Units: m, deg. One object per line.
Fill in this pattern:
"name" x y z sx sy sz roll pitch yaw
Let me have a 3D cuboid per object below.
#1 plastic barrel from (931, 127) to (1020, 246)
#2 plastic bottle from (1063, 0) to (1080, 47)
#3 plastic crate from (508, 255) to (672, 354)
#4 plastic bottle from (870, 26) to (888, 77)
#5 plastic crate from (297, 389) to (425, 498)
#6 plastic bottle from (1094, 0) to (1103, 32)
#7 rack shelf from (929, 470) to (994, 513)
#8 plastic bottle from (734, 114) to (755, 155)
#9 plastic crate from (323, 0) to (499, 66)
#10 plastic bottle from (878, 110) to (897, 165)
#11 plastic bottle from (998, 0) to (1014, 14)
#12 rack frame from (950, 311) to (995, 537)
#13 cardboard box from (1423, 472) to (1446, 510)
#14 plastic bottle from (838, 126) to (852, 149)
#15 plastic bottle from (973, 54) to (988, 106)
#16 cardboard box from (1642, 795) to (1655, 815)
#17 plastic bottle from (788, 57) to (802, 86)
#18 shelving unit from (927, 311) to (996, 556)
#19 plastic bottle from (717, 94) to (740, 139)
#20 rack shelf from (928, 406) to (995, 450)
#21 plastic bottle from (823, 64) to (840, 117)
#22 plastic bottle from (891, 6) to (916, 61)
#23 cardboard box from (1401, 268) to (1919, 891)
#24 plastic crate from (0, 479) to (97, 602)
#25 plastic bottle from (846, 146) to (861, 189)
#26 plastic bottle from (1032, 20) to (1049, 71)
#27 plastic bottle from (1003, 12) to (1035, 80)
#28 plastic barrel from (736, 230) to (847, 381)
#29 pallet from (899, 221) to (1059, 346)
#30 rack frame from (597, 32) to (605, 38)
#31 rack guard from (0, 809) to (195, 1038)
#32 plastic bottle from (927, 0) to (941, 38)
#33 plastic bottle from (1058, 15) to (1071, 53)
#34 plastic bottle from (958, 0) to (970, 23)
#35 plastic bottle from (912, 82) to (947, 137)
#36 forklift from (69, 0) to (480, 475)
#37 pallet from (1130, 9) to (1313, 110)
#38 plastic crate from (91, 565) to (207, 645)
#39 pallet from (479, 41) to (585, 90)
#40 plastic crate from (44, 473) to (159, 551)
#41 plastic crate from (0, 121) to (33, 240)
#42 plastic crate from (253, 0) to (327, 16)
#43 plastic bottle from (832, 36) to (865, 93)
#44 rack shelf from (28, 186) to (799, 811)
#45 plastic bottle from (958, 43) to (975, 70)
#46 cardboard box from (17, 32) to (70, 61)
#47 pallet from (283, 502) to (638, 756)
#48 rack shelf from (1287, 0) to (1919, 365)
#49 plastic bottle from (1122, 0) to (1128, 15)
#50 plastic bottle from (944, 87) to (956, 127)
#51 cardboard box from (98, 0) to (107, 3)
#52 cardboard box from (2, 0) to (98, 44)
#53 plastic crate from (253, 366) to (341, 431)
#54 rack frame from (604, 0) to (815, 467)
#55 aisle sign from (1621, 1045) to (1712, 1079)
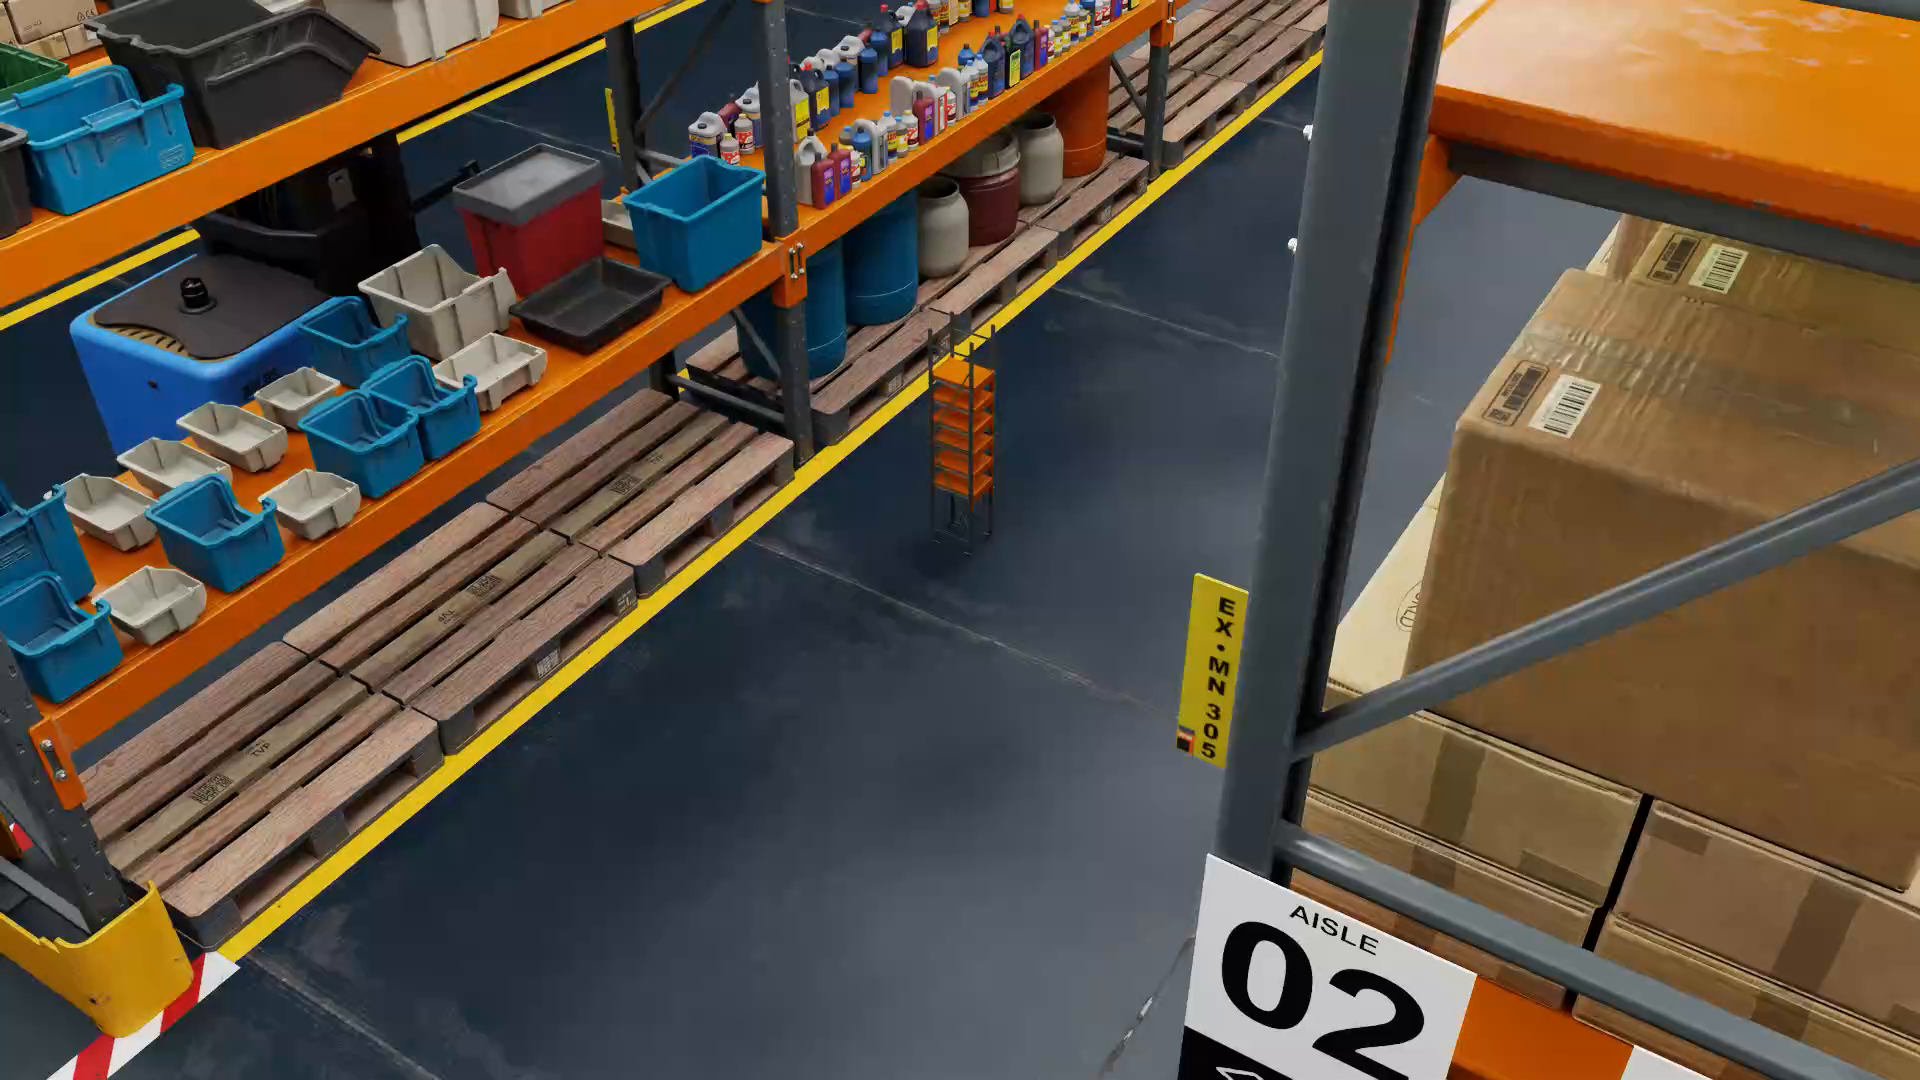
"plastic barrel" 0.068 -2.198 10.214 0.600 0.588 0.708 21 42 25
"plastic bottle" 0.655 -3.054 9.800 0.097 0.271 0.097 0 38 0
"plastic crate" -1.595 -1.014 7.224 0.437 0.125 0.590 21 42 25
"plastic bottle" -0.460 -2.777 9.440 0.097 0.271 0.097 0 38 0
"plastic crate" -2.250 -0.358 6.285 0.416 0.233 0.300 21 42 25
"plastic bottle" 0.811 -3.177 10.016 0.097 0.201 0.097 0 38 0
"rack shelf" 0.008 -0.257 8.006 0.258 0.103 0.180 21 42 25
"plastic bottle" -1.122 -2.112 8.635 0.097 0.201 0.097 0 38 0
"plastic crate" -1.917 -1.885 5.818 0.437 0.282 0.530 21 42 25
"plastic bottle" -0.371 -2.067 8.519 0.097 0.271 0.097 0 38 0
"plastic bottle" 0.283 -3.360 10.254 0.097 0.201 0.097 0 38 0
"rack frame" 0.057 -0.530 7.894 0.240 1.200 0.006 21 42 25
"cardboard box" 1.143 -0.013 3.005 0.500 0.250 0.500 21 42 25
"plastic bottle" -0.572 -2.019 8.515 0.097 0.201 0.097 0 38 0
"plastic bottle" 0.105 -2.525 9.113 0.097 0.271 0.097 0 38 0
"cardboard box" 1.145 0.186 3.157 0.500 0.250 0.500 21 42 25
"plastic bottle" -0.907 -2.421 8.913 0.144 0.351 0.185 21 42 25
"shelving unit" 0.008 -0.483 7.833 0.258 1.200 0.189 21 42 25
"plastic bottle" -1.199 -2.161 8.631 0.061 0.283 0.133 21 42 25
"rack shelf" 0.008 -0.543 7.787 0.258 0.103 0.180 21 42 25
"plastic bottle" -0.703 -2.439 9.002 0.097 0.271 0.097 0 38 0
"plastic bottle" -0.327 -2.945 9.654 0.152 0.276 0.135 21 42 25
"cardboard box" 1.077 0.026 2.341 0.700 0.500 0.500 21 42 25
"plastic crate" -3.344 0.027 5.620 0.616 0.435 0.499 21 42 25
"plastic bottle" -0.548 -1.869 8.320 0.097 0.201 0.097 0 38 0
"plastic bottle" 0.452 -2.843 9.516 0.061 0.283 0.133 21 42 25
"plastic bottle" 0.332 -2.801 9.406 0.144 0.351 0.185 21 42 25
"plastic barrel" -0.916 -1.374 8.890 0.600 0.901 0.708 21 42 25
"pallet" -0.121 -1.675 10.190 1.003 0.211 1.213 21 42 25
"rack frame" -3.261 -5.446 12.798 1.000 3.000 0.127 21 42 25
"rack guard" -3.367 1.305 6.088 1.175 0.500 0.348 21 42 25
"plastic bottle" -0.164 -3.131 9.899 0.097 0.271 0.097 0 38 0
"plastic bottle" 0.603 -2.976 9.756 0.097 0.201 0.097 0 38 0
"plastic bottle" 0.011 -3.272 10.140 0.097 0.201 0.097 0 38 0
"plastic bottle" -0.156 -2.306 8.826 0.152 0.276 0.135 21 42 25
"forklift" -3.058 -1.992 8.372 1.130 2.935 3.031 18 41 22
"pallet" 2.023 -3.735 12.861 1.003 0.211 1.213 21 42 25
"plastic crate" -2.713 0.221 5.613 0.250 0.136 0.298 21 42 25
"pallet" -3.747 -3.960 13.154 1.003 0.211 1.213 21 42 25
"plastic crate" -3.081 -0.101 6.030 0.396 0.136 0.243 21 42 25
"plastic crate" -2.924 -0.946 4.609 0.497 0.269 0.590 21 42 25
"plastic crate" -2.468 -1.932 5.998 0.437 0.136 0.530 21 42 25
"plastic bottle" -0.622 -2.661 9.286 0.152 0.276 0.135 21 42 25
"rack shelf" -2.294 -0.448 6.903 1.077 0.370 4.000 21 42 25
"plastic bottle" 0.036 -2.622 9.240 0.097 0.271 0.097 0 38 0
"cardboard box" -5.429 -2.887 9.684 0.380 0.149 0.250 22 43 26
"pallet" -2.236 0.364 7.545 1.003 0.211 1.213 21 42 25
"rack shelf" 1.887 -1.201 2.968 1.077 0.370 4.000 21 42 25
"plastic bottle" 0.987 -3.346 10.236 0.097 0.201 0.097 0 38 0
"plastic bottle" -0.071 -2.328 8.915 0.097 0.201 0.097 0 38 0
"cardboard box" -5.384 -3.754 10.521 0.500 0.500 0.500 21 42 25
"cardboard box" -5.419 -3.129 9.671 0.500 0.250 0.500 20 42 24
"plastic crate" -2.642 -0.556 6.621 0.298 0.136 0.250 21 42 25
"rack frame" -1.222 -1.764 8.021 1.000 3.000 0.127 21 42 25
"aisle sign" 1.027 1.022 2.278 0.394 0.787 0.004 21 42 25
